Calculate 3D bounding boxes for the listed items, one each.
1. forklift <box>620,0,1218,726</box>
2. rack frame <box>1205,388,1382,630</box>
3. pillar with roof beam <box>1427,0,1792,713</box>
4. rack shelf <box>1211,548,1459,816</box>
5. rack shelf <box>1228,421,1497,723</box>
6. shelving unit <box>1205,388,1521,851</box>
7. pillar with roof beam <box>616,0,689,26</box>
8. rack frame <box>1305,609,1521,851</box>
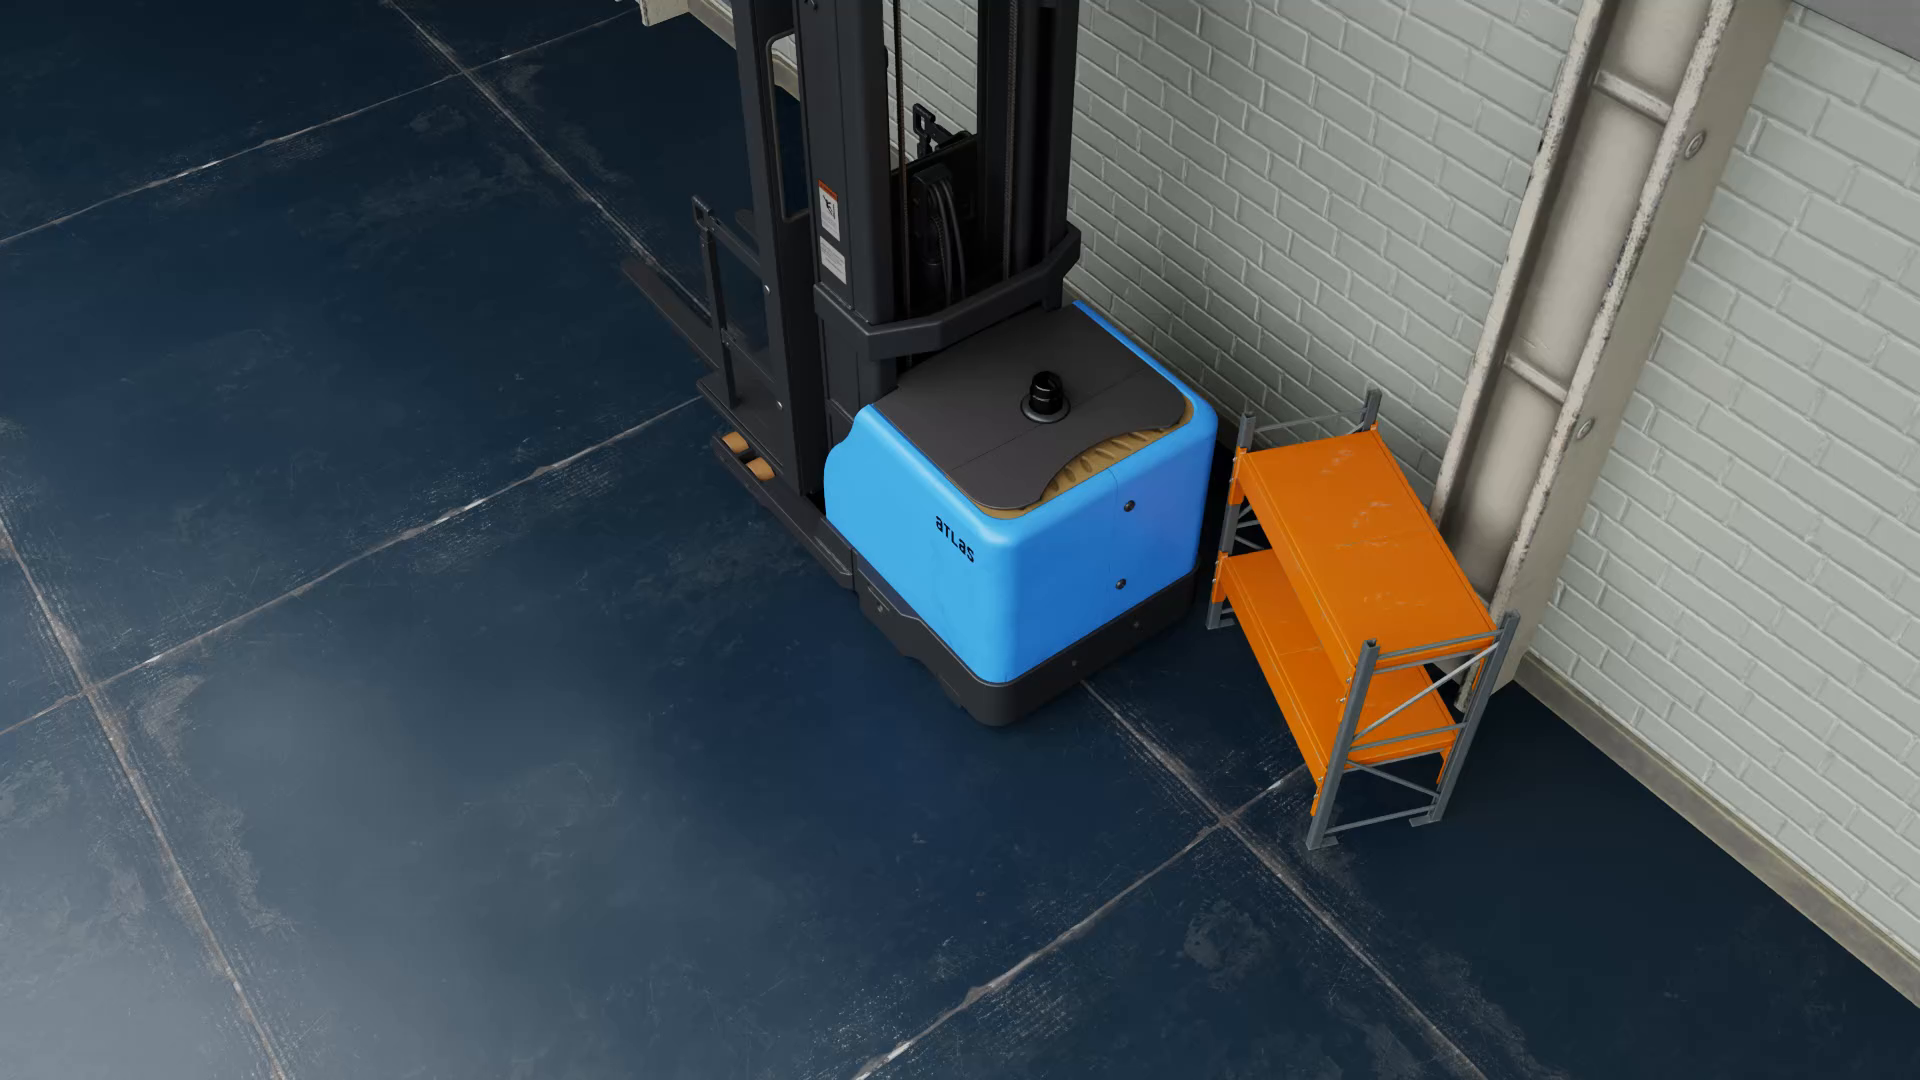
[{"bbox_3d":[-0.378,-1.358,6.001,1.130,2.935,3.031,-29,54,-24],"label":"forklift"},{"bbox_3d":[1.198,-0.086,6.068,0.500,1.125,0.032,-11,49,-10],"label":"rack frame"},{"bbox_3d":[-1.554,-0.632,1.248,9.100,9.000,0.400,-29,54,-24],"label":"pillar with roof beam"},{"bbox_3d":[1.324,0.443,5.918,0.538,0.278,1.000,-11,49,-10],"label":"rack shelf"},{"bbox_3d":[1.324,0.082,5.520,0.538,0.278,1.000,-11,49,-10],"label":"rack shelf"},{"bbox_3d":[1.324,0.279,5.737,0.538,1.125,1.048,-11,49,-10],"label":"shelving unit"},{"bbox_3d":[-5.187,-4.170,4.455,9.100,9.000,0.400,-29,54,-24],"label":"pillar with roof beam"},{"bbox_3d":[1.449,0.644,5.406,0.500,1.125,0.032,-11,49,-10],"label":"rack frame"}]
